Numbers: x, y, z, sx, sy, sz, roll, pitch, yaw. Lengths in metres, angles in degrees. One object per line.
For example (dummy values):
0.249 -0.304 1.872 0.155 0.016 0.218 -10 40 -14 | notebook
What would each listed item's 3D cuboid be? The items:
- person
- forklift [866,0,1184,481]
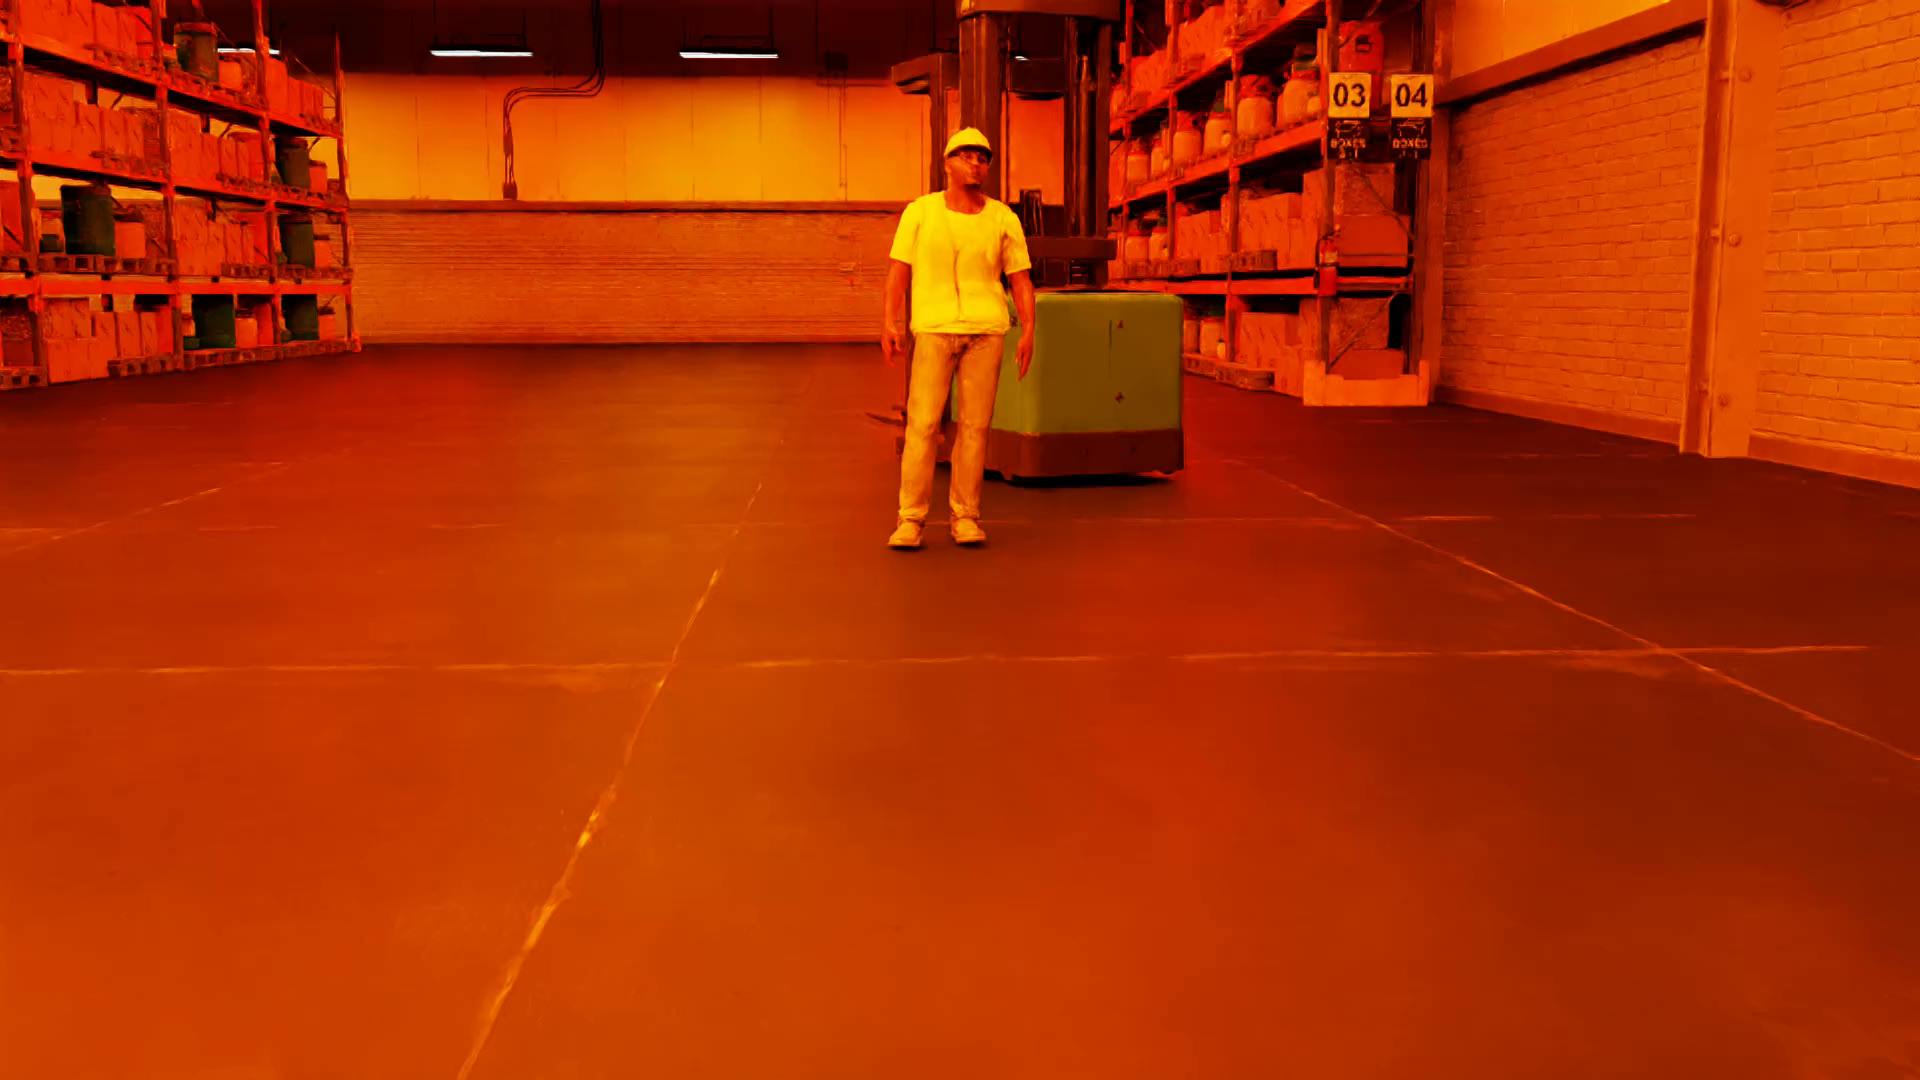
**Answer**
-0.001 -0.870 7.110 0.665 1.765 0.576 -1 8 -4 | person
0.236 -1.957 10.510 1.130 2.935 3.031 -4 9 -23 | forklift
